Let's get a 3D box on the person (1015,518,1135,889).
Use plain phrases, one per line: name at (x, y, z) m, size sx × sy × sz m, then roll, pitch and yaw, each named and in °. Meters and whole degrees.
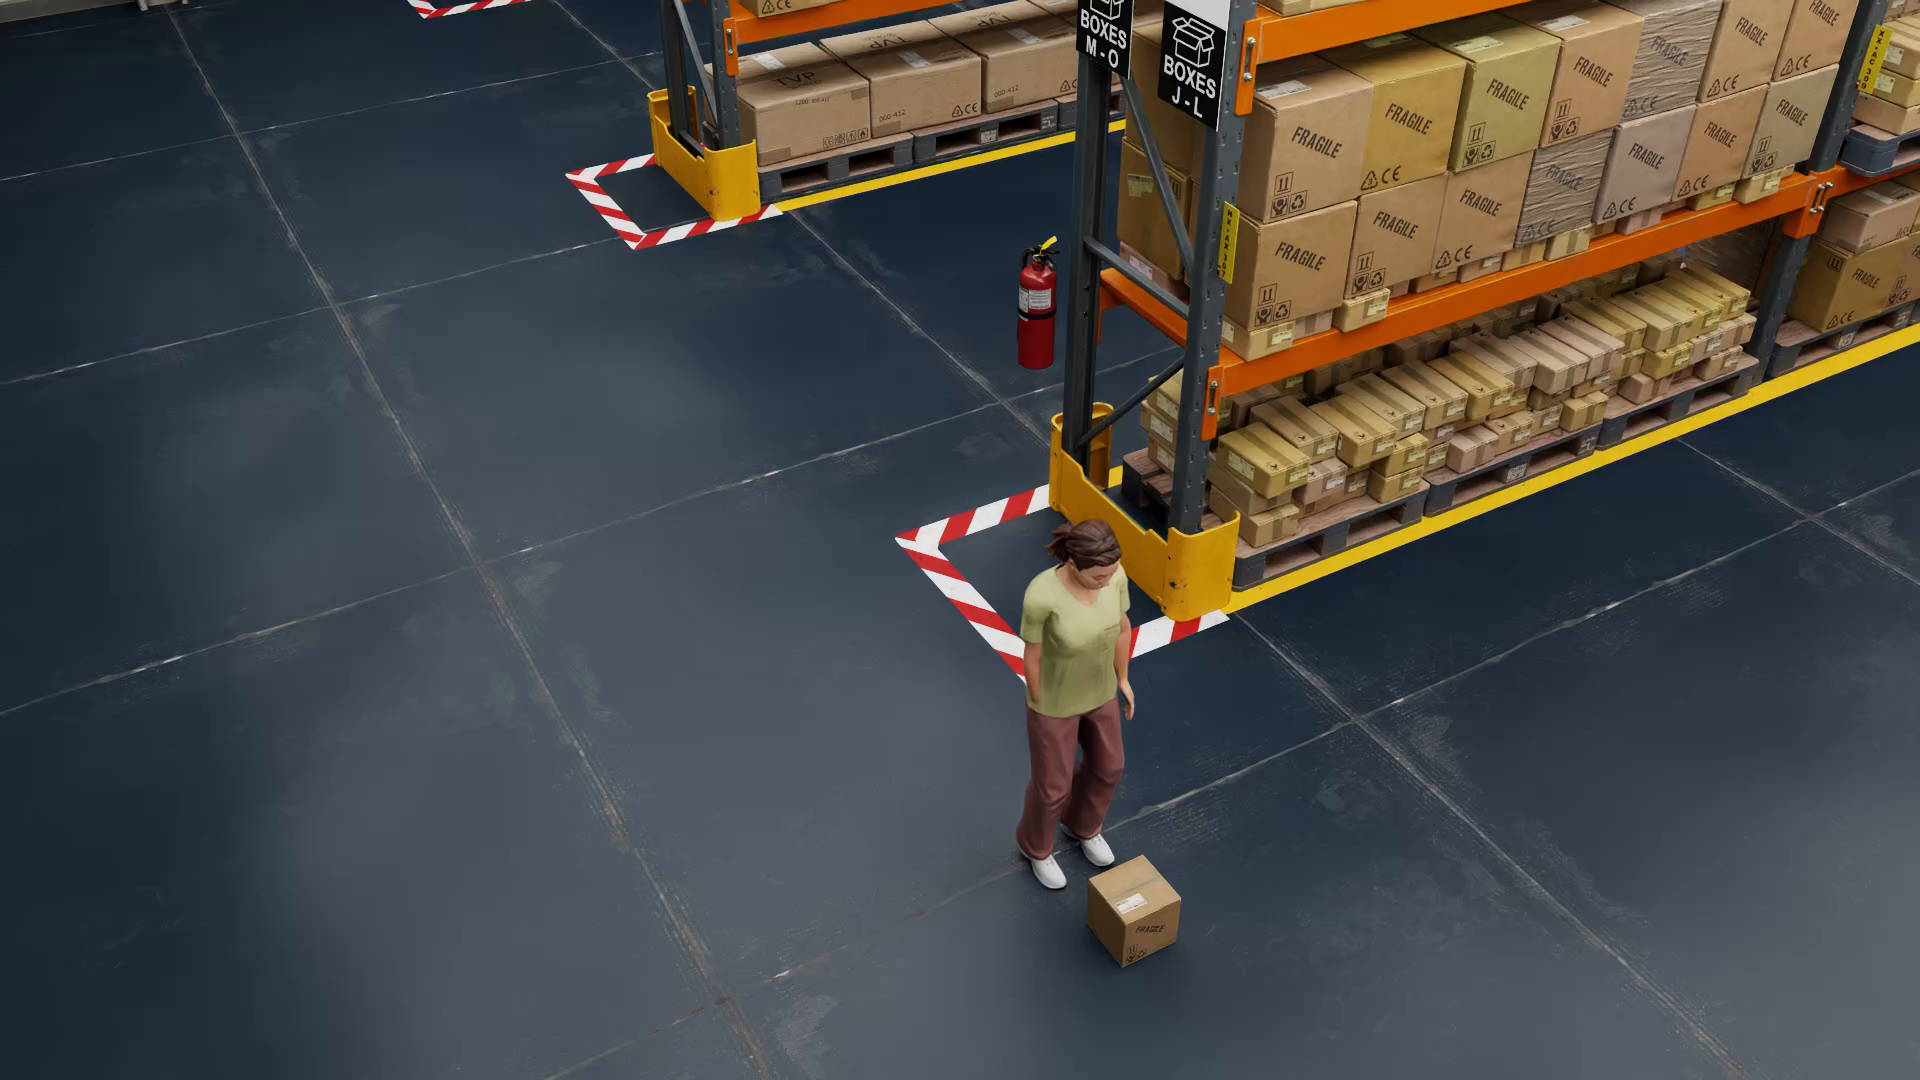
person at (0.433, 0.580, 6.177) m, size 0.455 × 1.664 × 0.355 m, roll -18°, pitch 41°, yaw -23°
